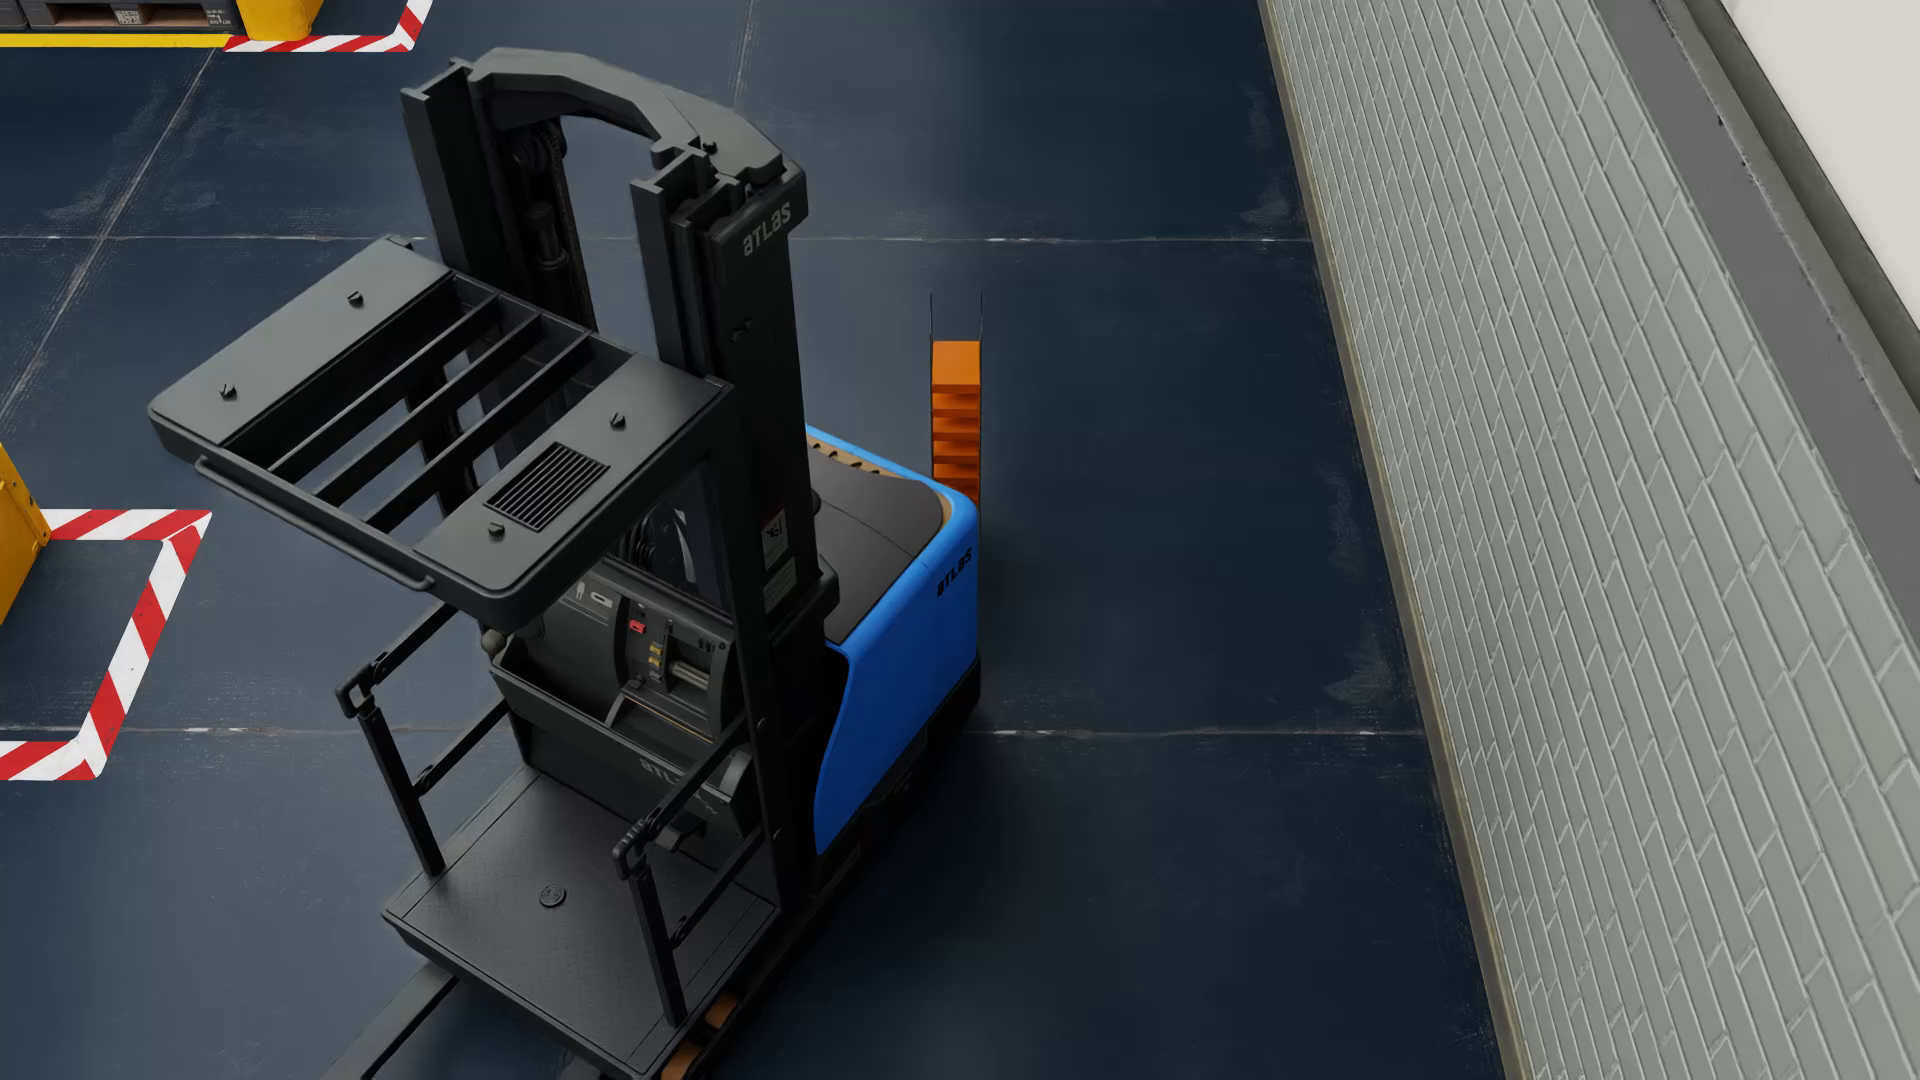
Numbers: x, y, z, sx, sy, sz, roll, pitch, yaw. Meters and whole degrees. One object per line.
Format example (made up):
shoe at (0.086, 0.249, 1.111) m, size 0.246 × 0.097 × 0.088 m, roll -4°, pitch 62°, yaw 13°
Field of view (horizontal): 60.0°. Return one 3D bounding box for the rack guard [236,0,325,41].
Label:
rack guard at (-3.898, -3.442, 9.693) m, size 0.348 × 0.500 × 1.175 m, roll 0°, pitch 47°, yaw 0°

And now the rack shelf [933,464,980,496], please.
rack shelf at (-0.014, -0.297, 6.512) m, size 0.180 × 0.103 × 0.258 m, roll 0°, pitch 47°, yaw 0°

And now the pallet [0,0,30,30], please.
pallet at (-5.964, -3.370, 9.823) m, size 1.213 × 0.211 × 1.003 m, roll 0°, pitch 47°, yaw 0°

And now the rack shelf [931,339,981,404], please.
rack shelf at (-0.014, -0.624, 6.161) m, size 0.180 × 0.103 × 0.258 m, roll 0°, pitch 47°, yaw 0°

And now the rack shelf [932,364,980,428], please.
rack shelf at (-0.014, -0.542, 6.248) m, size 0.180 × 0.103 × 0.258 m, roll 0°, pitch 47°, yaw 0°

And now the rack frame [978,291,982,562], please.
rack frame at (0.077, -0.409, 6.391) m, size 0.006 × 1.200 × 0.240 m, roll 0°, pitch 47°, yaw 0°

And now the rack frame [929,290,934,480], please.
rack frame at (-0.106, -0.409, 6.392) m, size 0.006 × 1.200 × 0.240 m, roll 0°, pitch 47°, yaw 0°

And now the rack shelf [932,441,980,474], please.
rack shelf at (-0.014, -0.379, 6.424) m, size 0.180 × 0.103 × 0.258 m, roll 0°, pitch 47°, yaw 0°

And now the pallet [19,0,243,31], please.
pallet at (-4.747, -3.364, 9.818) m, size 1.213 × 0.211 × 1.003 m, roll 0°, pitch 47°, yaw 0°

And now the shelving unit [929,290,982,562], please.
shelving unit at (-0.014, -0.409, 6.392) m, size 0.189 × 1.200 × 0.258 m, roll 0°, pitch 47°, yaw 0°

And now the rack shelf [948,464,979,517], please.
rack shelf at (-0.014, -0.215, 6.600) m, size 0.180 × 0.103 × 0.258 m, roll 0°, pitch 47°, yaw 0°

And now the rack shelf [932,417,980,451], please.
rack shelf at (-0.014, -0.460, 6.336) m, size 0.180 × 0.103 × 0.258 m, roll 0°, pitch 47°, yaw 0°

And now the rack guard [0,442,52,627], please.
rack guard at (-3.917, 0.193, 6.309) m, size 0.348 × 0.500 × 1.175 m, roll 0°, pitch 47°, yaw 0°

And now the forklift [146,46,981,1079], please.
forklift at (-1.129, 0.331, 4.520) m, size 1.130 × 2.935 × 3.031 m, roll 24°, pitch 52°, yaw 21°
